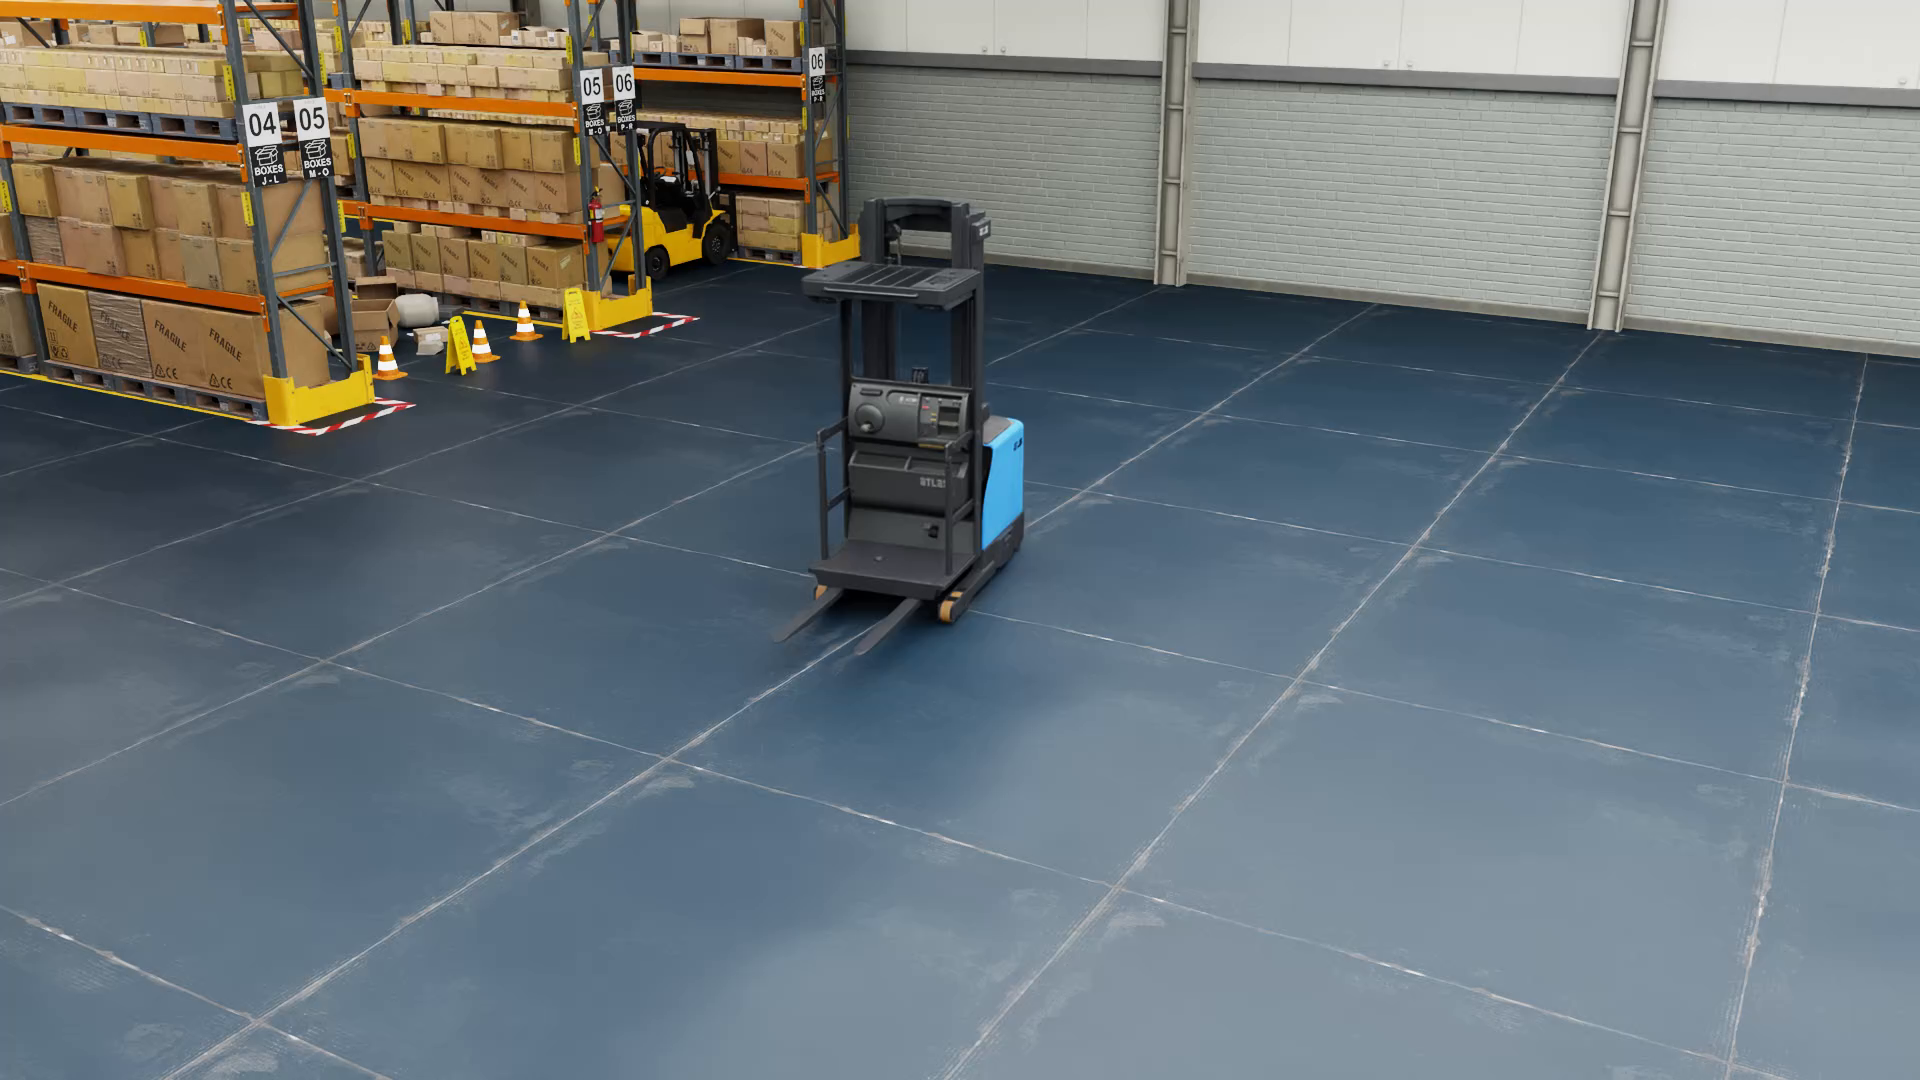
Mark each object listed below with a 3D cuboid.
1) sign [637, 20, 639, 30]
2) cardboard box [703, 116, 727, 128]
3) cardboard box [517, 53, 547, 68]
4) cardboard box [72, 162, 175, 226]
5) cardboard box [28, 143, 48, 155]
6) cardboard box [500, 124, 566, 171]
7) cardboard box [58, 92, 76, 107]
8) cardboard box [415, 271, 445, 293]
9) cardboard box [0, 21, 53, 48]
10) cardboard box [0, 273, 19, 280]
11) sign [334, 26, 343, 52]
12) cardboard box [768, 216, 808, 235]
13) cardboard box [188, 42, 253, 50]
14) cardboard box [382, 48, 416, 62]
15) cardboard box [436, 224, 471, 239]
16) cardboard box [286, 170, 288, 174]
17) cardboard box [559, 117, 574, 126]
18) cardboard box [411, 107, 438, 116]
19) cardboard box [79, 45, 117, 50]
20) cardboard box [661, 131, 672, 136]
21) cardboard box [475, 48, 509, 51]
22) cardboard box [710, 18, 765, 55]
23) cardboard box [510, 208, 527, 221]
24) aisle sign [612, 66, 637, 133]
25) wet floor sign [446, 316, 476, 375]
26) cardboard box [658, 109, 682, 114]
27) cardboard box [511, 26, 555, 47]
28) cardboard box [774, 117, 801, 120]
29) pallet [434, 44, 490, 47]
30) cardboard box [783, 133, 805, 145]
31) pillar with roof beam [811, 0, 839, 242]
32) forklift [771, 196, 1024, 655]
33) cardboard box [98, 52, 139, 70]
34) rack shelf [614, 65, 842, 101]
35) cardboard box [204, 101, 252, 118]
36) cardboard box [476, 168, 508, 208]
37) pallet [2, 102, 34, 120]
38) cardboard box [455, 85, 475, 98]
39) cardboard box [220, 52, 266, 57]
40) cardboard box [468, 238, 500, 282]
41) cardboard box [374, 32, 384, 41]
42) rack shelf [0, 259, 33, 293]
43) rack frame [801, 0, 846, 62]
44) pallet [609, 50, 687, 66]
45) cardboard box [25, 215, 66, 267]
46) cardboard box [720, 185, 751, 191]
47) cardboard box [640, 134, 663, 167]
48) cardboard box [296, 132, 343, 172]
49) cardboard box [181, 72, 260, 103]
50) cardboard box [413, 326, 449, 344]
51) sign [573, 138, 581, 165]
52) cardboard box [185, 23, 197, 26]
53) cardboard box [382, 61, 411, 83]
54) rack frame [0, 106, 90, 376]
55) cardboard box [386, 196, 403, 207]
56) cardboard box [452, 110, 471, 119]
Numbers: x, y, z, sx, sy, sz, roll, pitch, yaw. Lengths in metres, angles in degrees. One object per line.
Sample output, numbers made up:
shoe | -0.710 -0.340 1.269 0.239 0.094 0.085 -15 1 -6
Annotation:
sign | -5.243 -8.264 26.976 0.005 0.325 0.100 11 23 27
cardboard box | -3.778 -6.485 25.810 0.250 0.149 0.380 11 23 28
cardboard box | -5.315 -5.991 20.783 0.250 0.149 0.380 11 22 27
cardboard box | -9.009 -3.759 18.024 0.550 0.550 0.875 11 23 27
cardboard box | -14.199 -6.189 26.016 0.500 0.250 0.500 11 23 28
cardboard box | -5.428 -5.028 21.278 0.500 0.500 0.700 11 23 28
cardboard box | -9.214 -4.646 17.480 0.250 0.149 0.380 10 22 26
cardboard box | -7.075 -3.571 22.727 0.500 0.250 0.500 12 23 30
cardboard box | -14.286 -7.682 25.483 0.500 0.500 0.500 10 22 26
cardboard box | -11.682 -2.817 19.917 0.750 0.750 1.050 11 23 27
sign | -8.197 -6.602 21.933 0.005 0.325 0.100 11 23 27
cardboard box | -2.598 -4.871 25.577 0.500 0.250 0.500 10 22 27
cardboard box | -10.599 -6.892 23.920 0.500 0.500 0.700 11 23 27
cardboard box | -7.347 -6.366 21.817 0.250 0.149 0.380 10 22 26
cardboard box | -6.781 -4.146 22.262 0.250 0.149 0.380 12 23 30
cardboard box | -9.397 -5.187 23.517 0.250 0.149 0.380 11 23 27
cardboard box | -6.341 -6.845 27.238 0.250 0.149 0.380 11 23 27
cardboard box | -9.378 -7.450 29.242 0.500 0.500 0.500 12 23 30
cardboard box | -9.342 -5.301 18.118 0.250 0.149 0.380 11 23 27
cardboard box | -4.487 -6.444 26.133 0.250 0.149 0.380 11 22 27
cardboard box | -6.147 -6.380 21.854 0.250 0.149 0.380 11 23 28
cardboard box | -3.371 -7.646 25.236 0.500 0.500 0.700 11 23 28
cardboard box | -5.597 -4.237 21.516 0.250 0.149 0.380 11 23 28
aisle sign | -4.233 -5.569 21.006 0.004 0.787 0.394 11 23 27
wet floor sign | -5.773 -2.252 19.128 0.232 0.644 0.267 7 21 18
cardboard box | -4.650 -6.843 26.796 0.250 0.149 0.380 11 22 27
cardboard box | -6.933 -8.196 27.031 0.500 0.311 0.500 10 22 25
cardboard box | -2.659 -6.448 25.707 0.250 0.149 0.380 11 23 28
pallet | -8.368 -8.309 28.249 1.003 0.211 1.213 12 23 30
cardboard box | -2.460 -6.069 25.100 0.250 0.149 0.380 11 23 28
pillar with roof beam | -4.288 -7.666 21.802 0.400 9.000 9.100 11 23 27
forklift | -0.454 -0.927 12.123 1.130 2.935 3.031 7 21 19
cardboard box | -8.555 -4.894 16.997 0.250 0.149 0.380 11 23 28
rack shelf | -3.766 -7.148 25.827 4.000 0.370 1.077 11 23 27
cardboard box | -7.219 -4.265 16.432 0.250 0.149 0.380 11 23 27
cardboard box | -5.916 -4.629 21.644 0.500 0.500 0.500 11 23 27
pallet | -11.080 -4.898 18.849 1.217 0.209 0.805 10 22 25
cardboard box | -6.248 -5.775 21.356 0.250 0.149 0.380 10 22 27
cardboard box | -7.342 -4.920 17.068 0.250 0.149 0.380 10 22 27
cardboard box | -6.159 -3.750 22.120 0.500 0.500 0.500 10 22 26
cardboard box | -9.865 -8.688 28.654 0.250 0.149 0.380 11 23 28
rack shelf | -12.002 -3.434 19.988 4.000 0.370 1.077 11 23 27
rack frame | -2.020 -8.563 24.276 0.127 3.000 1.000 11 23 27
pallet | -4.755 -7.643 26.266 1.213 0.211 1.003 11 23 27
cardboard box | -9.928 -3.452 18.764 0.550 0.550 0.875 11 23 27
cardboard box | -3.661 -5.510 26.606 0.500 0.250 0.500 10 22 26
cardboard box | -4.790 -6.222 26.473 0.500 0.500 0.500 11 23 28
cardboard box | -8.879 -5.405 23.168 0.500 0.500 0.500 11 23 28
cardboard box | -7.327 -4.496 16.484 0.500 0.250 0.500 11 23 28
cardboard box | -6.567 -2.541 20.652 0.380 0.149 0.250 -11 23 -29
sign | -4.726 -4.796 20.526 0.005 0.325 0.100 11 23 27
cardboard box | -13.940 -9.634 30.677 0.500 0.250 0.500 11 23 28
cardboard box | -7.225 -6.172 21.865 0.500 0.250 0.500 11 22 27
rack frame | -10.256 -3.440 18.948 0.127 3.000 1.000 11 23 27
cardboard box | -7.566 -4.637 22.619 0.250 0.149 0.380 12 23 29
cardboard box | -8.399 -7.206 28.233 0.250 0.149 0.380 11 23 29
